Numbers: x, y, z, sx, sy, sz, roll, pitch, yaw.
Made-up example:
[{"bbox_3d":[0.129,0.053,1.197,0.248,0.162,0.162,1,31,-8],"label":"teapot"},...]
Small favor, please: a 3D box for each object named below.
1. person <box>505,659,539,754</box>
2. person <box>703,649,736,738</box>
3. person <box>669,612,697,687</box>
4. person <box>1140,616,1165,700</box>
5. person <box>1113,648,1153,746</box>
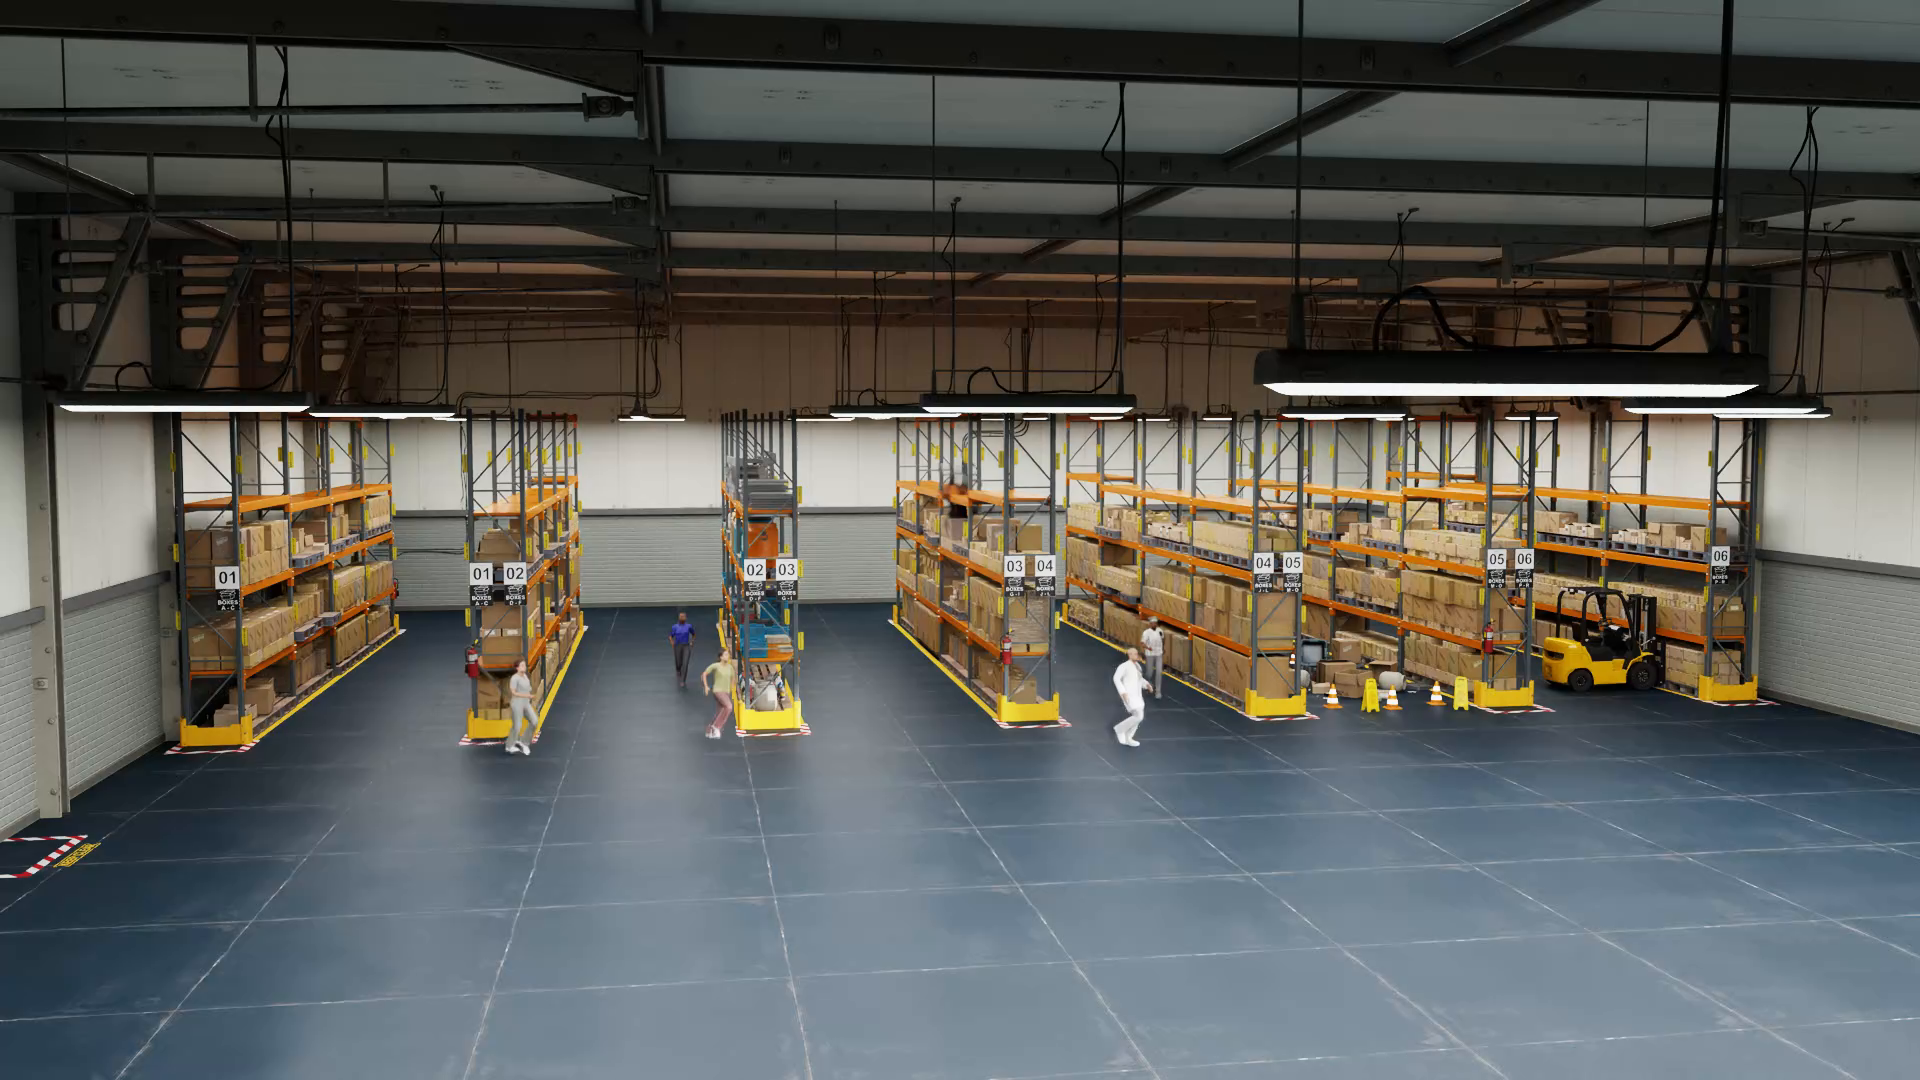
[{"bbox_3d":[-7.582,2.893,28.801,0.685,1.689,0.578,2,4,25],"label":"person"},{"bbox_3d":[-4.289,2.789,30.227,0.621,1.606,0.582,4,5,41],"label":"person"},{"bbox_3d":[-6.073,2.384,36.478,0.593,1.607,0.672,-1,4,-10],"label":"person"},{"bbox_3d":[4.069,2.448,34.988,0.590,1.698,0.920,-1,4,-9],"label":"person"},{"bbox_3d":[3.088,2.788,29.582,0.628,1.746,0.722,2,5,31],"label":"person"}]
